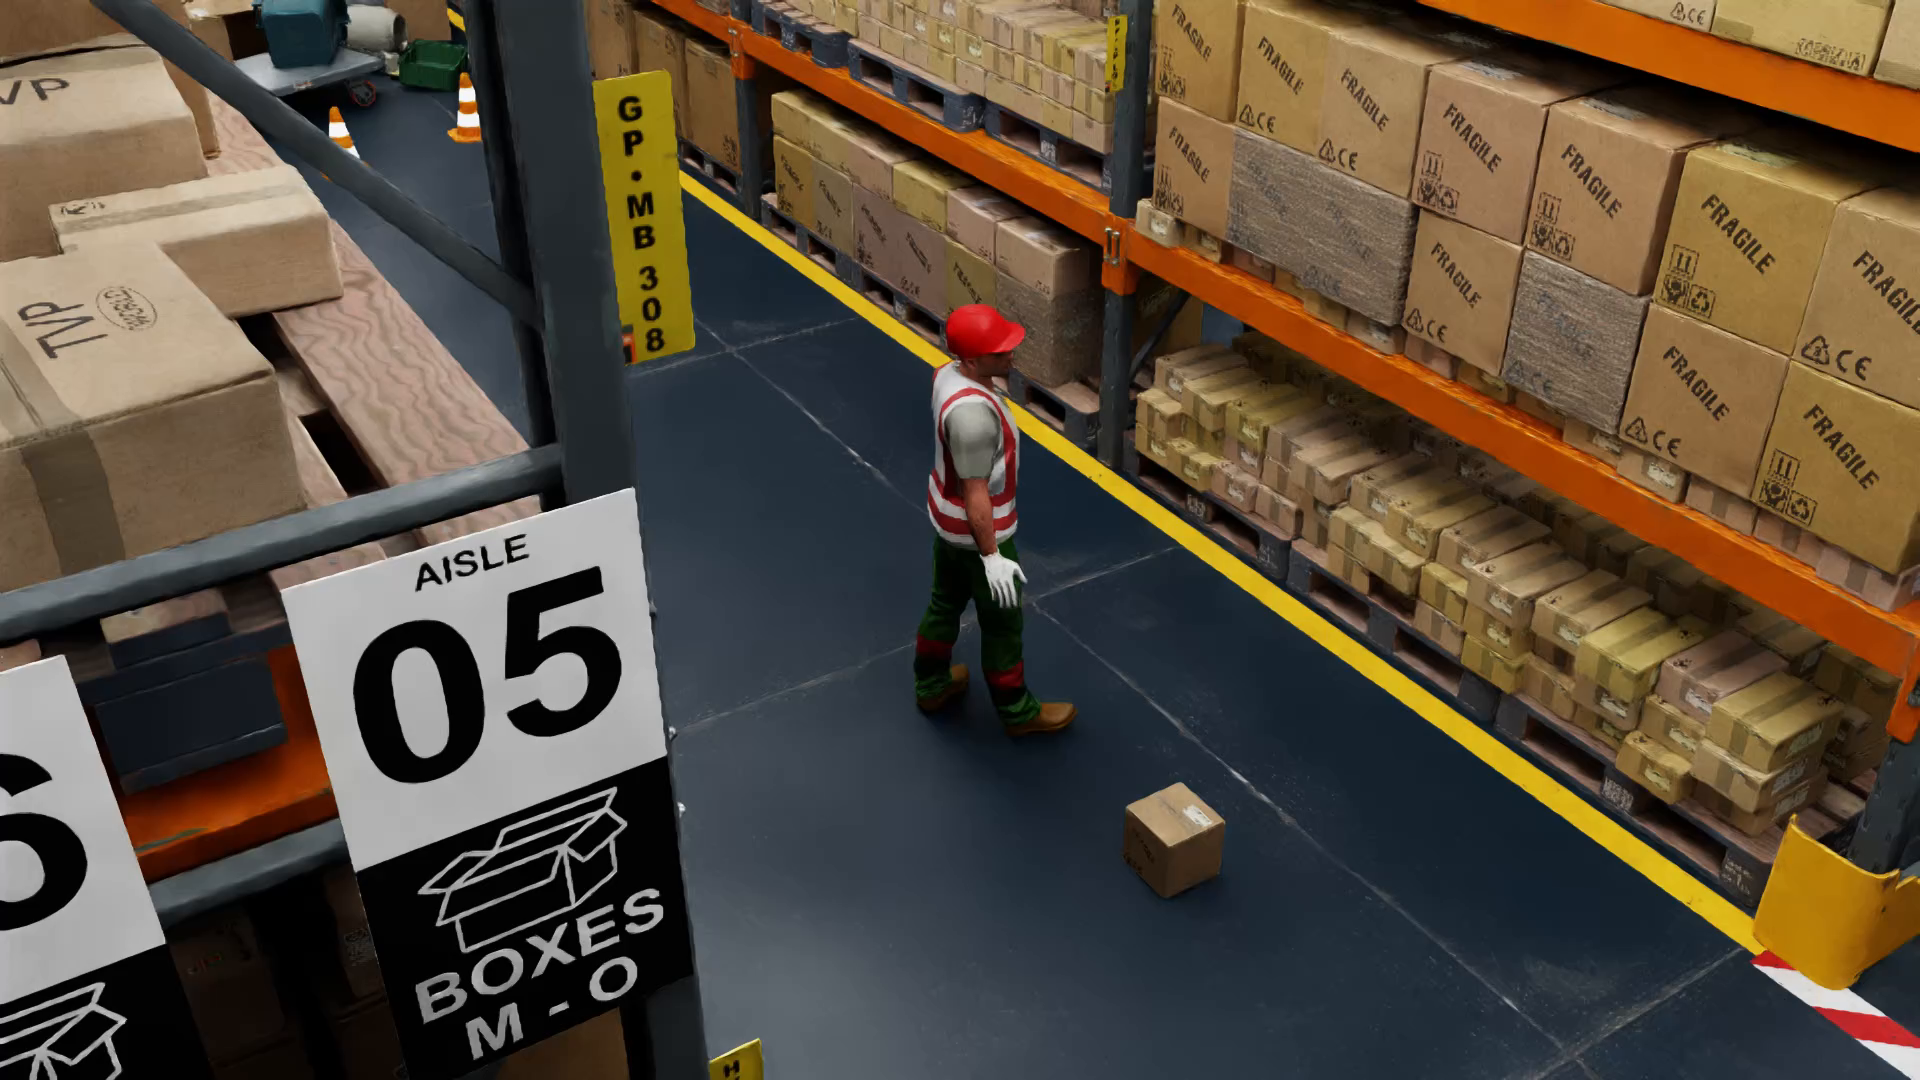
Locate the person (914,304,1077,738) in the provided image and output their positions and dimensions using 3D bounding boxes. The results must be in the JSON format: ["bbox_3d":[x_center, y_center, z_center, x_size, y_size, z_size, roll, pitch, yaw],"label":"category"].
[{"bbox_3d":[0.144,-0.052,6.153,0.607,1.785,0.757,-7,33,-10],"label":"person"}]
